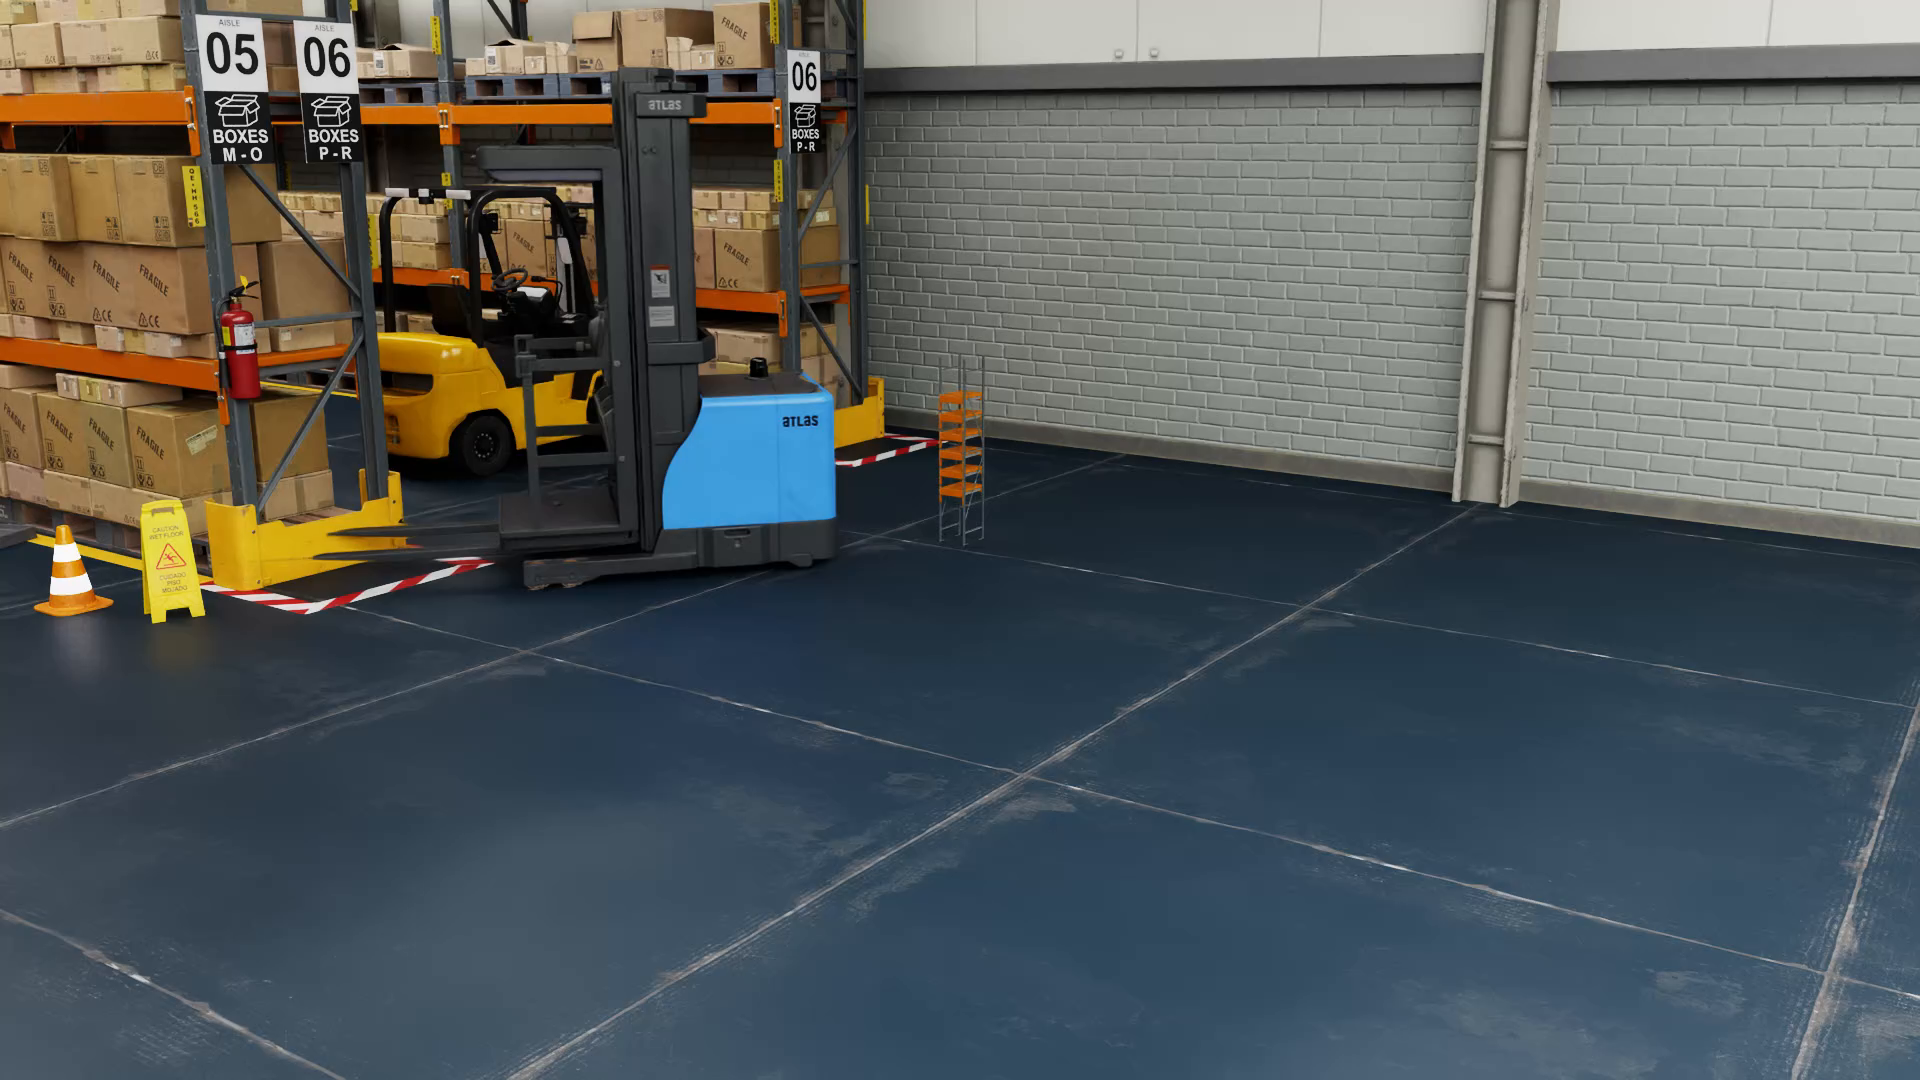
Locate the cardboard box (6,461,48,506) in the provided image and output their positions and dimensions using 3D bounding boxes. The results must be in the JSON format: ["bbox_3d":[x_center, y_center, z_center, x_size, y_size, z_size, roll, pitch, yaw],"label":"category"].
[{"bbox_3d":[-5.977,-0.416,11.108,0.500,0.250,0.500,9,16,32],"label":"cardboard box"}]

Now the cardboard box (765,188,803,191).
[{"bbox_3d":[-1.465,-2.917,14.187,0.250,0.149,0.380,10,17,35],"label":"cardboard box"}]

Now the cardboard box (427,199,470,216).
[{"bbox_3d":[-4.847,-3.175,15.847,0.250,0.149,0.380,10,17,35],"label":"cardboard box"}]

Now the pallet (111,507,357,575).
[{"bbox_3d":[-4.605,-0.056,10.609,1.213,0.211,1.003,9,17,33],"label":"pallet"}]

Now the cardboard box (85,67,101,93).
[{"bbox_3d":[-4.939,-2.726,9.872,0.250,0.149,0.380,9,17,33],"label":"cardboard box"}]

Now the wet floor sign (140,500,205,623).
[{"bbox_3d":[-4.327,0.099,9.082,0.267,0.644,0.232,-10,17,-35],"label":"wet floor sign"}]

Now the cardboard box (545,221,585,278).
[{"bbox_3d":[-3.355,-2.612,14.926,0.500,0.500,0.500,9,17,32],"label":"cardboard box"}]

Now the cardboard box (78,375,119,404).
[{"bbox_3d":[-5.247,-0.957,10.383,0.250,0.149,0.380,10,17,34],"label":"cardboard box"}]

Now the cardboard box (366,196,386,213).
[{"bbox_3d":[-5.719,-3.305,16.375,0.250,0.149,0.380,9,16,31],"label":"cardboard box"}]

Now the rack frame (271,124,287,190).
[{"bbox_3d":[-7.758,-3.346,18.098,0.127,3.000,1.000,9,17,33],"label":"rack frame"}]

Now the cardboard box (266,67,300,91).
[{"bbox_3d":[-3.981,-2.726,9.875,0.250,0.149,0.380,9,17,33],"label":"cardboard box"}]

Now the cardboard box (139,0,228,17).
[{"bbox_3d":[-4.333,-2.991,9.283,0.250,0.149,0.380,9,17,33],"label":"cardboard box"}]

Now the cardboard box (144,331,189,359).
[{"bbox_3d":[-4.589,-1.180,9.872,0.250,0.149,0.380,9,16,32],"label":"cardboard box"}]

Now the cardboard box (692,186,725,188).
[{"bbox_3d":[-2.297,-3.064,14.783,0.250,0.149,0.380,9,16,31],"label":"cardboard box"}]

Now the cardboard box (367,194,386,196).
[{"bbox_3d":[-5.850,-3.477,17.068,0.250,0.149,0.380,9,17,33],"label":"cardboard box"}]

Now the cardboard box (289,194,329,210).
[{"bbox_3d":[-6.581,-3.437,16.907,0.250,0.149,0.380,10,17,34],"label":"cardboard box"}]

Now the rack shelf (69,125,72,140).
[{"bbox_3d":[-12.737,-5.258,21.074,4.000,0.370,1.077,9,17,33],"label":"rack shelf"}]

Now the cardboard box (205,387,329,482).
[{"bbox_3d":[-4.422,-0.683,10.626,0.500,0.500,0.500,9,16,31],"label":"cardboard box"}]

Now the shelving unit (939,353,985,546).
[{"bbox_3d":[0.012,-0.580,10.671,0.189,1.200,0.258,9,17,33],"label":"shelving unit"}]

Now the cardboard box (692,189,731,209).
[{"bbox_3d":[-2.154,-2.892,14.086,0.250,0.149,0.380,9,17,33],"label":"cardboard box"}]

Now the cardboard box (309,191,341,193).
[{"bbox_3d":[-6.673,-3.627,17.677,0.250,0.149,0.380,9,16,32],"label":"cardboard box"}]

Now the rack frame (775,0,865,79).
[{"bbox_3d":[-1.120,-5.185,13.043,0.127,3.000,1.000,9,17,33],"label":"rack frame"}]

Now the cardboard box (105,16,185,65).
[{"bbox_3d":[-4.462,-2.826,9.446,0.500,0.250,0.500,9,16,32],"label":"cardboard box"}]

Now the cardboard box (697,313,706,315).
[{"bbox_3d":[-2.660,-1.935,15.167,0.500,0.250,0.500,9,16,32],"label":"cardboard box"}]

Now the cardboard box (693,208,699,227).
[{"bbox_3d":[-2.173,-2.738,14.084,0.250,0.149,0.380,9,17,32],"label":"cardboard box"}]

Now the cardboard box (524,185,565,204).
[{"bbox_3d":[-3.700,-3.111,14.971,0.250,0.149,0.380,10,17,34],"label":"cardboard box"}]

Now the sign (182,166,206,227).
[{"bbox_3d":[-4.214,-1.890,9.150,0.005,0.325,0.100,9,17,33],"label":"sign"}]

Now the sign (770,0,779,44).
[{"bbox_3d":[-1.435,-4.014,12.877,0.005,0.325,0.100,9,17,33],"label":"sign"}]

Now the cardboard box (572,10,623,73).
[{"bbox_3d":[-2.882,-4.286,14.355,0.637,0.503,0.797,10,17,35],"label":"cardboard box"}]

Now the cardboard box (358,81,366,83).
[{"bbox_3d":[-6.274,-4.764,16.987,0.250,0.166,0.380,9,17,33],"label":"cardboard box"}]

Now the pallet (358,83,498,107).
[{"bbox_3d":[-5.178,-4.289,16.061,1.217,0.209,0.805,8,16,31],"label":"pallet"}]

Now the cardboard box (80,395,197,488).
[{"bbox_3d":[-5.133,-0.641,10.458,0.500,0.500,0.500,10,17,35],"label":"cardboard box"}]

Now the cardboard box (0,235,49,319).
[{"bbox_3d":[-5.728,-1.701,10.627,0.500,0.500,0.500,9,17,33],"label":"cardboard box"}]

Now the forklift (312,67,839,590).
[{"bbox_3d":[-2.315,-1.273,9.867,3.031,2.935,1.130,-4,14,-15],"label":"forklift"}]

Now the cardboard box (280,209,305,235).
[{"bbox_3d":[-6.688,-3.267,17.048,0.500,0.250,0.500,9,16,31],"label":"cardboard box"}]

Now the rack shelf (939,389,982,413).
[{"bbox_3d":[0.012,-0.887,10.595,0.180,0.103,0.258,9,17,33],"label":"rack shelf"}]

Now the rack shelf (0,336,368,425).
[{"bbox_3d":[-5.547,-1.202,10.934,4.000,0.370,1.077,9,17,33],"label":"rack shelf"}]

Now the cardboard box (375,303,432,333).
[{"bbox_3d":[-5.518,-2.034,16.866,0.625,0.625,0.875,9,17,32],"label":"cardboard box"}]

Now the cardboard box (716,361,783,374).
[{"bbox_3d":[-1.699,-1.388,13.996,0.500,0.250,0.500,9,16,32],"label":"cardboard box"}]

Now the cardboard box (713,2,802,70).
[{"bbox_3d":[-1.623,-4.041,13.372,0.500,0.500,0.500,10,17,35],"label":"cardboard box"}]

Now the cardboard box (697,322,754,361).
[{"bbox_3d":[-2.103,-1.695,14.194,0.500,0.250,0.500,10,17,34],"label":"cardboard box"}]

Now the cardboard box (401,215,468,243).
[{"bbox_3d":[-4.989,-2.994,15.949,0.500,0.250,0.500,9,16,32],"label":"cardboard box"}]

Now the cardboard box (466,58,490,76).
[{"bbox_3d":[-4.236,-4.275,15.050,0.250,0.149,0.380,10,17,34],"label":"cardboard box"}]

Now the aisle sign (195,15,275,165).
[{"bbox_3d":[-3.998,-2.479,9.184,0.004,0.787,0.394,9,17,33],"label":"aisle sign"}]

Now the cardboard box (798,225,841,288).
[{"bbox_3d":[-1.376,-2.444,14.244,0.500,0.500,0.500,10,17,35],"label":"cardboard box"}]

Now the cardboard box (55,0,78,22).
[{"bbox_3d":[-5.128,-3.142,9.894,0.250,0.149,0.380,9,17,33],"label":"cardboard box"}]

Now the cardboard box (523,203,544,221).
[{"bbox_3d":[-3.711,-2.966,15.005,0.250,0.149,0.380,10,17,34],"label":"cardboard box"}]

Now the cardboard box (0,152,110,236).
[{"bbox_3d":[-5.666,-2.198,10.552,0.500,0.500,0.700,9,17,32],"label":"cardboard box"}]

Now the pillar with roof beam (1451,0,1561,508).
[{"bbox_3d":[1.381,-3.795,7.428,0.400,9.000,9.100,9,17,33],"label":"pillar with roof beam"}]

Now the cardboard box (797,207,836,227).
[{"bbox_3d":[-1.257,-2.734,14.067,0.250,0.149,0.380,9,16,31],"label":"cardboard box"}]

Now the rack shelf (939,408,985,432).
[{"bbox_3d":[0.012,-0.770,10.624,0.180,0.103,0.258,9,17,33],"label":"rack shelf"}]

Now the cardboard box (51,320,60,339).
[{"bbox_3d":[-5.575,-1.377,10.668,0.250,0.149,0.380,9,17,33],"label":"cardboard box"}]

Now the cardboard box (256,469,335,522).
[{"bbox_3d":[-4.402,-0.315,10.703,0.500,0.250,0.500,9,17,32],"label":"cardboard box"}]

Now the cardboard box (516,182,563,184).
[{"bbox_3d":[-4.006,-3.335,15.876,0.250,0.149,0.380,9,17,33],"label":"cardboard box"}]

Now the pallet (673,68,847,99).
[{"bbox_3d":[-1.692,-3.786,13.818,1.213,0.211,1.003,9,17,33],"label":"pallet"}]
